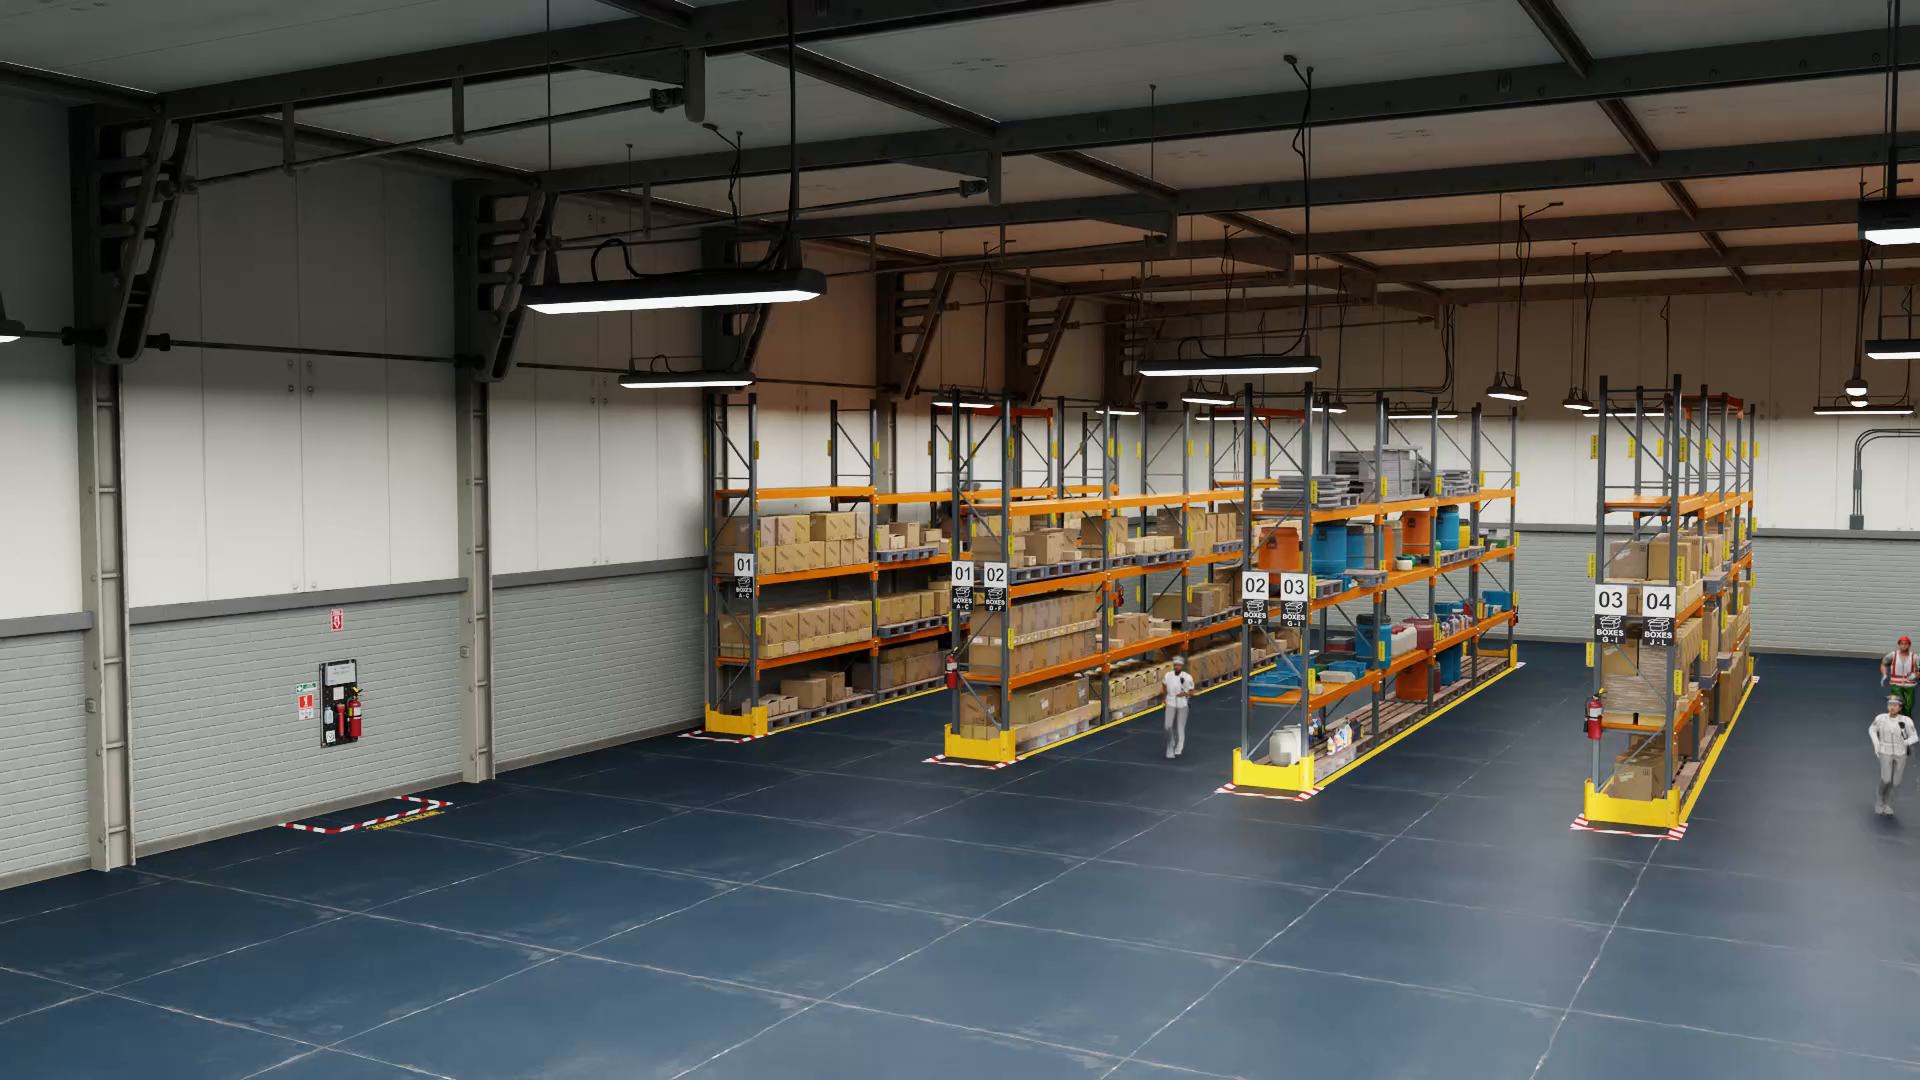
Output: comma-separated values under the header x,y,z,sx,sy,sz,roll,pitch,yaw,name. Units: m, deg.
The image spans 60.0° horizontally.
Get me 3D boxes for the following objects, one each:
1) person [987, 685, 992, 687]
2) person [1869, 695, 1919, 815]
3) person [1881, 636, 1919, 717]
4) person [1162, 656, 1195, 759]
x,y,z,sx,sy,sz,roll,pitch,yaw,name
0.626,2.574,30.643,0.524,1.529,0.754,2,4,32,person
12.710,2.936,22.644,0.590,1.669,0.616,2,3,27,person
16.469,2.553,29.051,0.659,1.742,0.599,1,3,26,person
3.529,2.707,26.962,0.564,1.683,0.714,1,3,15,person
